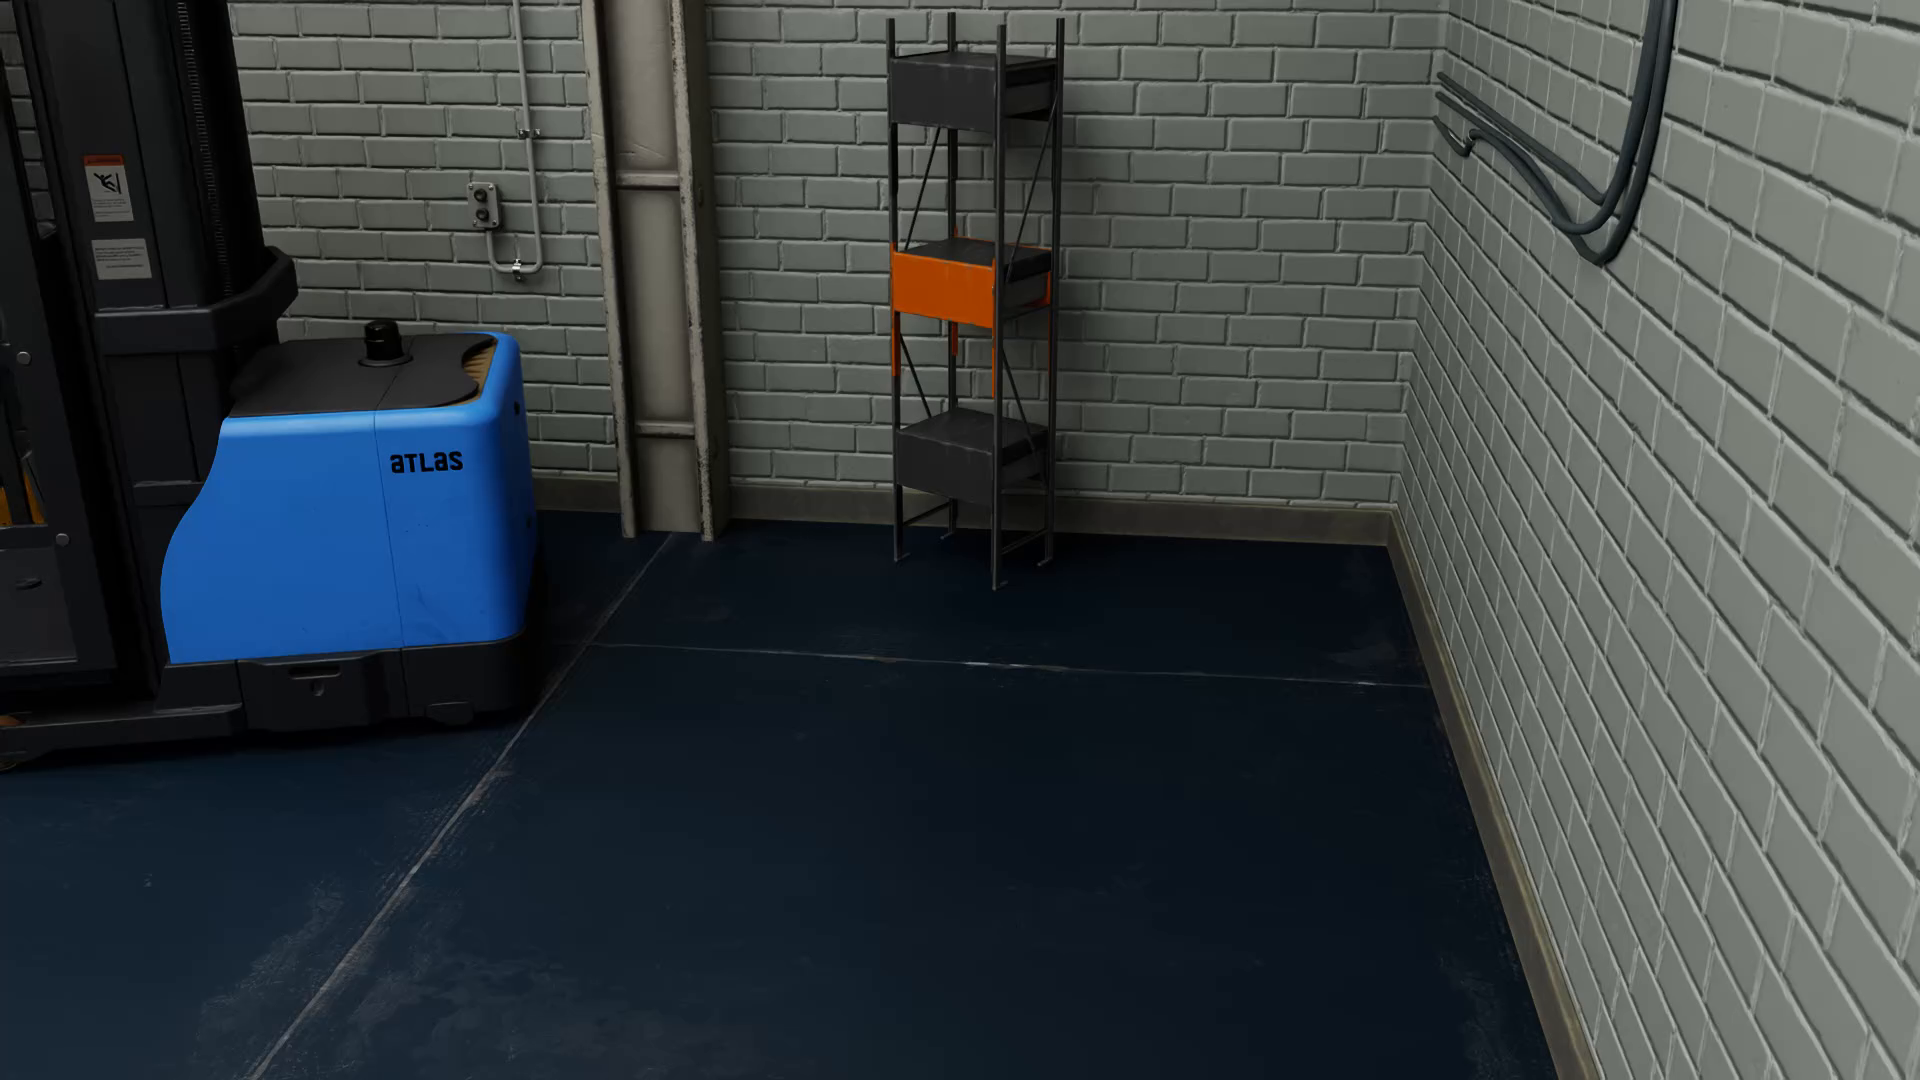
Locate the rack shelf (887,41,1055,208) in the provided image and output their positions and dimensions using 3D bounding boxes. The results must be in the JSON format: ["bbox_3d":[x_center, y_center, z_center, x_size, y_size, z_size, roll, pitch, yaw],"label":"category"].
[{"bbox_3d":[0.055,-1.530,6.087,0.480,0.518,0.431,15,26,34],"label":"rack shelf"}]

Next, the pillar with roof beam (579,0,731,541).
[{"bbox_3d":[-1.708,-2.673,1.462,0.400,9.000,9.100,2,22,6],"label":"pillar with roof beam"}]

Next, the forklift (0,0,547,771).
[{"bbox_3d":[-2.967,-0.847,5.096,3.031,2.935,1.130,-4,22,-9],"label":"forklift"}]

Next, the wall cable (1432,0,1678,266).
[{"bbox_3d":[1.590,-2.227,4.556,0.112,2.526,3.097,2,22,6],"label":"wall cable"}]

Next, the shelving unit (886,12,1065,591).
[{"bbox_3d":[0.055,-0.892,6.339,0.503,2.100,0.431,15,26,34],"label":"shelving unit"}]

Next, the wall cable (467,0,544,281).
[{"bbox_3d":[-2.602,-2.018,6.584,1.851,1.984,0.084,2,22,6],"label":"wall cable"}]

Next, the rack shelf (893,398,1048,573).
[{"bbox_3d":[0.055,-0.228,6.601,0.480,0.518,0.431,15,26,34],"label":"rack shelf"}]

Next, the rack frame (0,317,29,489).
[{"bbox_3d":[-3.985,-1.256,6.037,0.127,3.000,1.000,2,22,6],"label":"rack frame"}]

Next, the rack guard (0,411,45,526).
[{"bbox_3d":[-3.961,-0.093,6.494,0.348,0.500,1.175,2,22,6],"label":"rack guard"}]

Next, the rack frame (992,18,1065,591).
[{"bbox_3d":[0.251,-0.838,6.204,0.015,2.100,0.400,15,26,34],"label":"rack frame"}]

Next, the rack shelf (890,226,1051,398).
[{"bbox_3d":[0.055,-0.879,6.344,0.480,0.518,0.431,15,26,34],"label":"rack shelf"}]

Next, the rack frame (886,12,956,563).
[{"bbox_3d":[-0.141,-0.945,6.474,0.015,2.100,0.400,15,26,34],"label":"rack frame"}]
